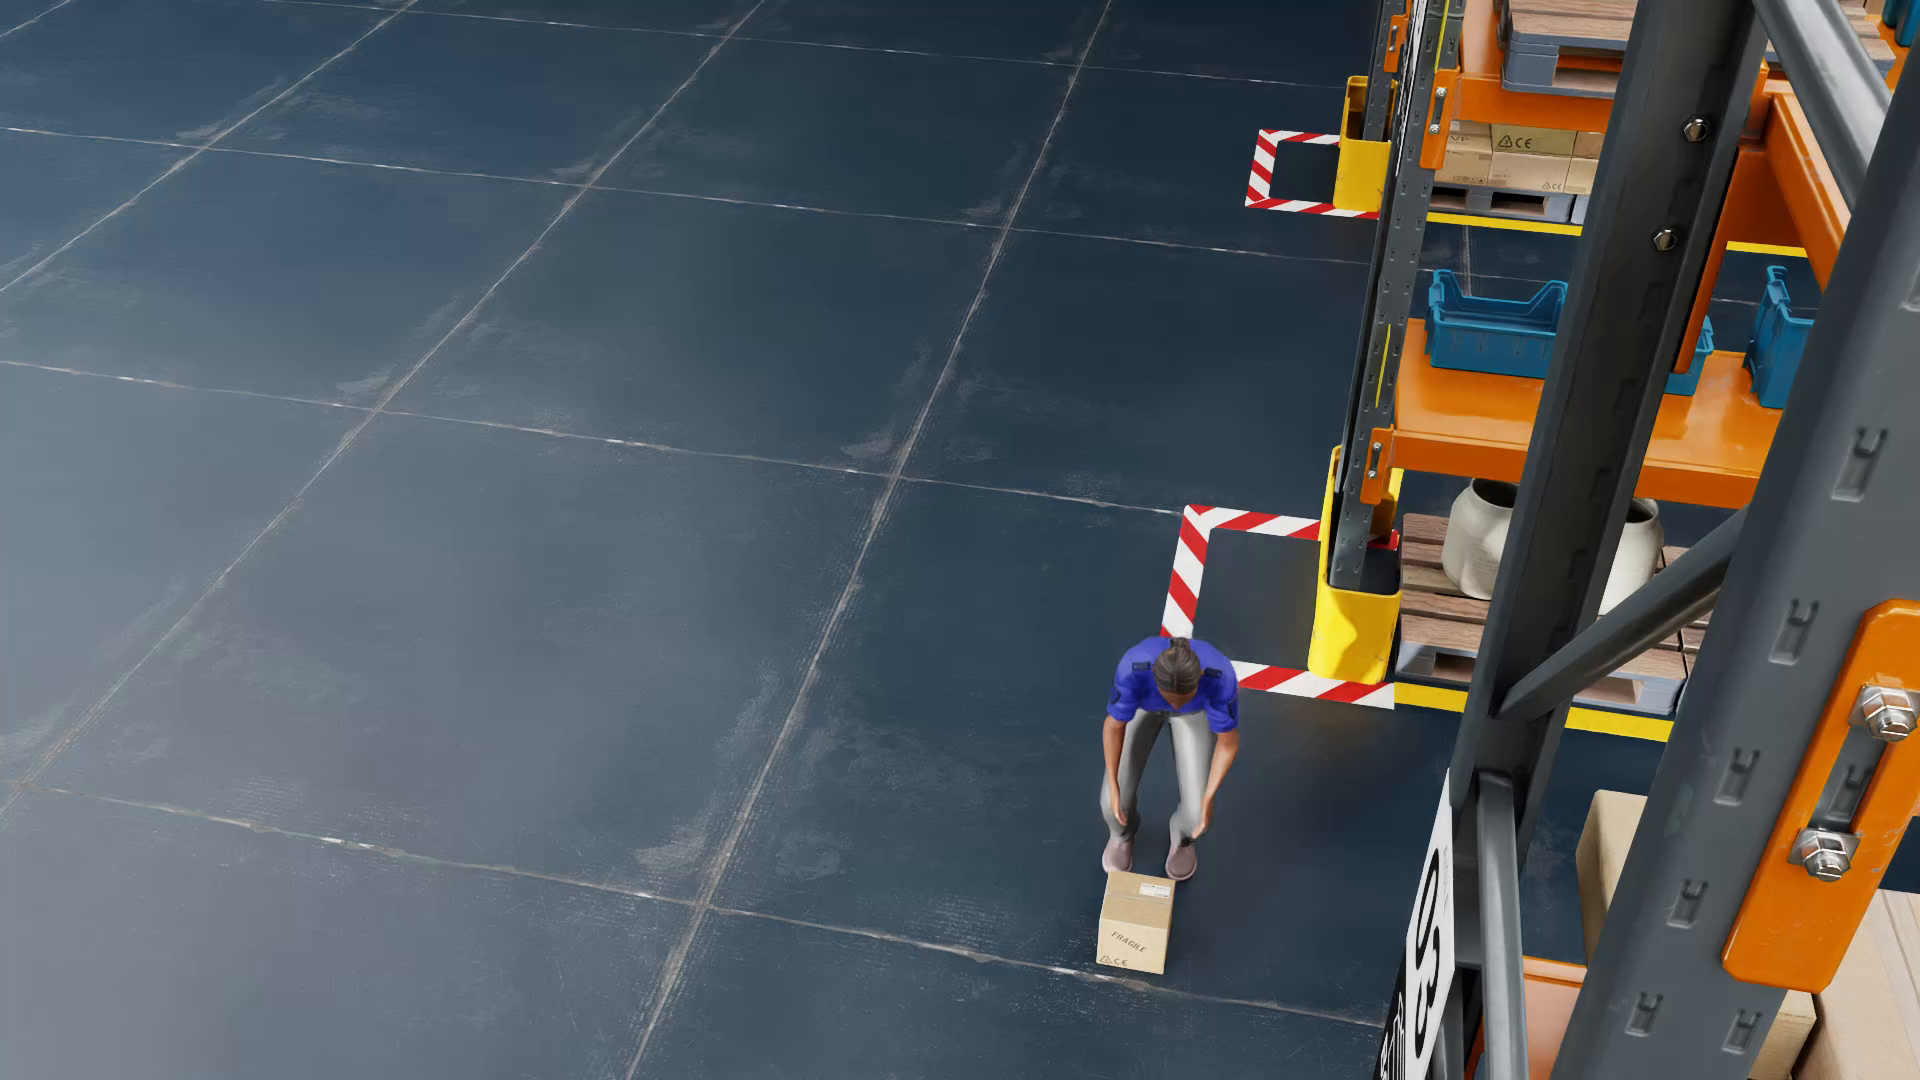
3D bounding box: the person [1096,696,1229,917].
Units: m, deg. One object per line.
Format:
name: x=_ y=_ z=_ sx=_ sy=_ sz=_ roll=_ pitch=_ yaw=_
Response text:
person: x=0.774 y=0.924 z=6.306 sx=0.480 sy=0.977 sz=0.782 roll=7 pitch=37 yaw=10
